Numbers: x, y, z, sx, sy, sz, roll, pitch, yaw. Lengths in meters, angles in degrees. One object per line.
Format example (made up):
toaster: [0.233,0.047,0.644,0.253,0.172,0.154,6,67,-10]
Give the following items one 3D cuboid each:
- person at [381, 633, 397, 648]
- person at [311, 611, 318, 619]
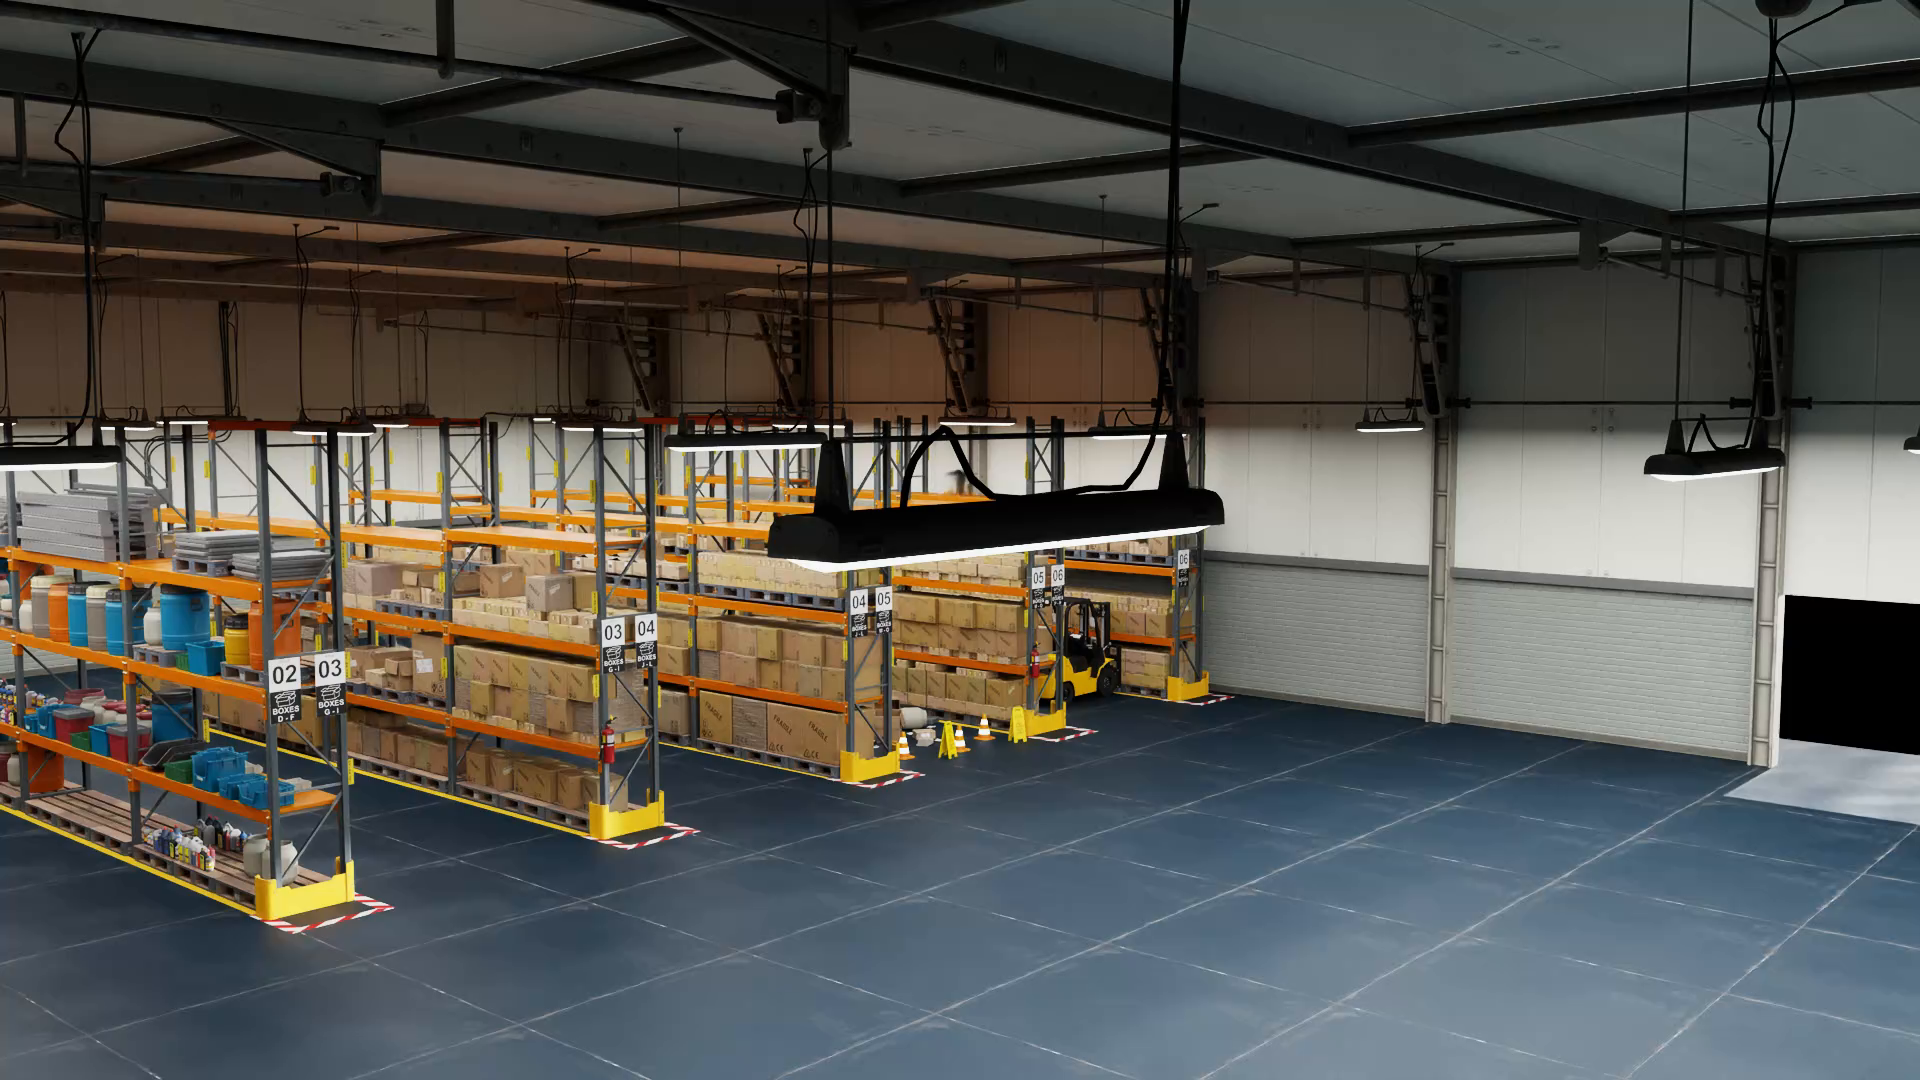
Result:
person: [-14.281,2.017,41.607,0.685,1.730,0.777,1,5,8]
person: [-14.430,2.380,37.152,0.721,1.742,1.049,-4,6,-41]
